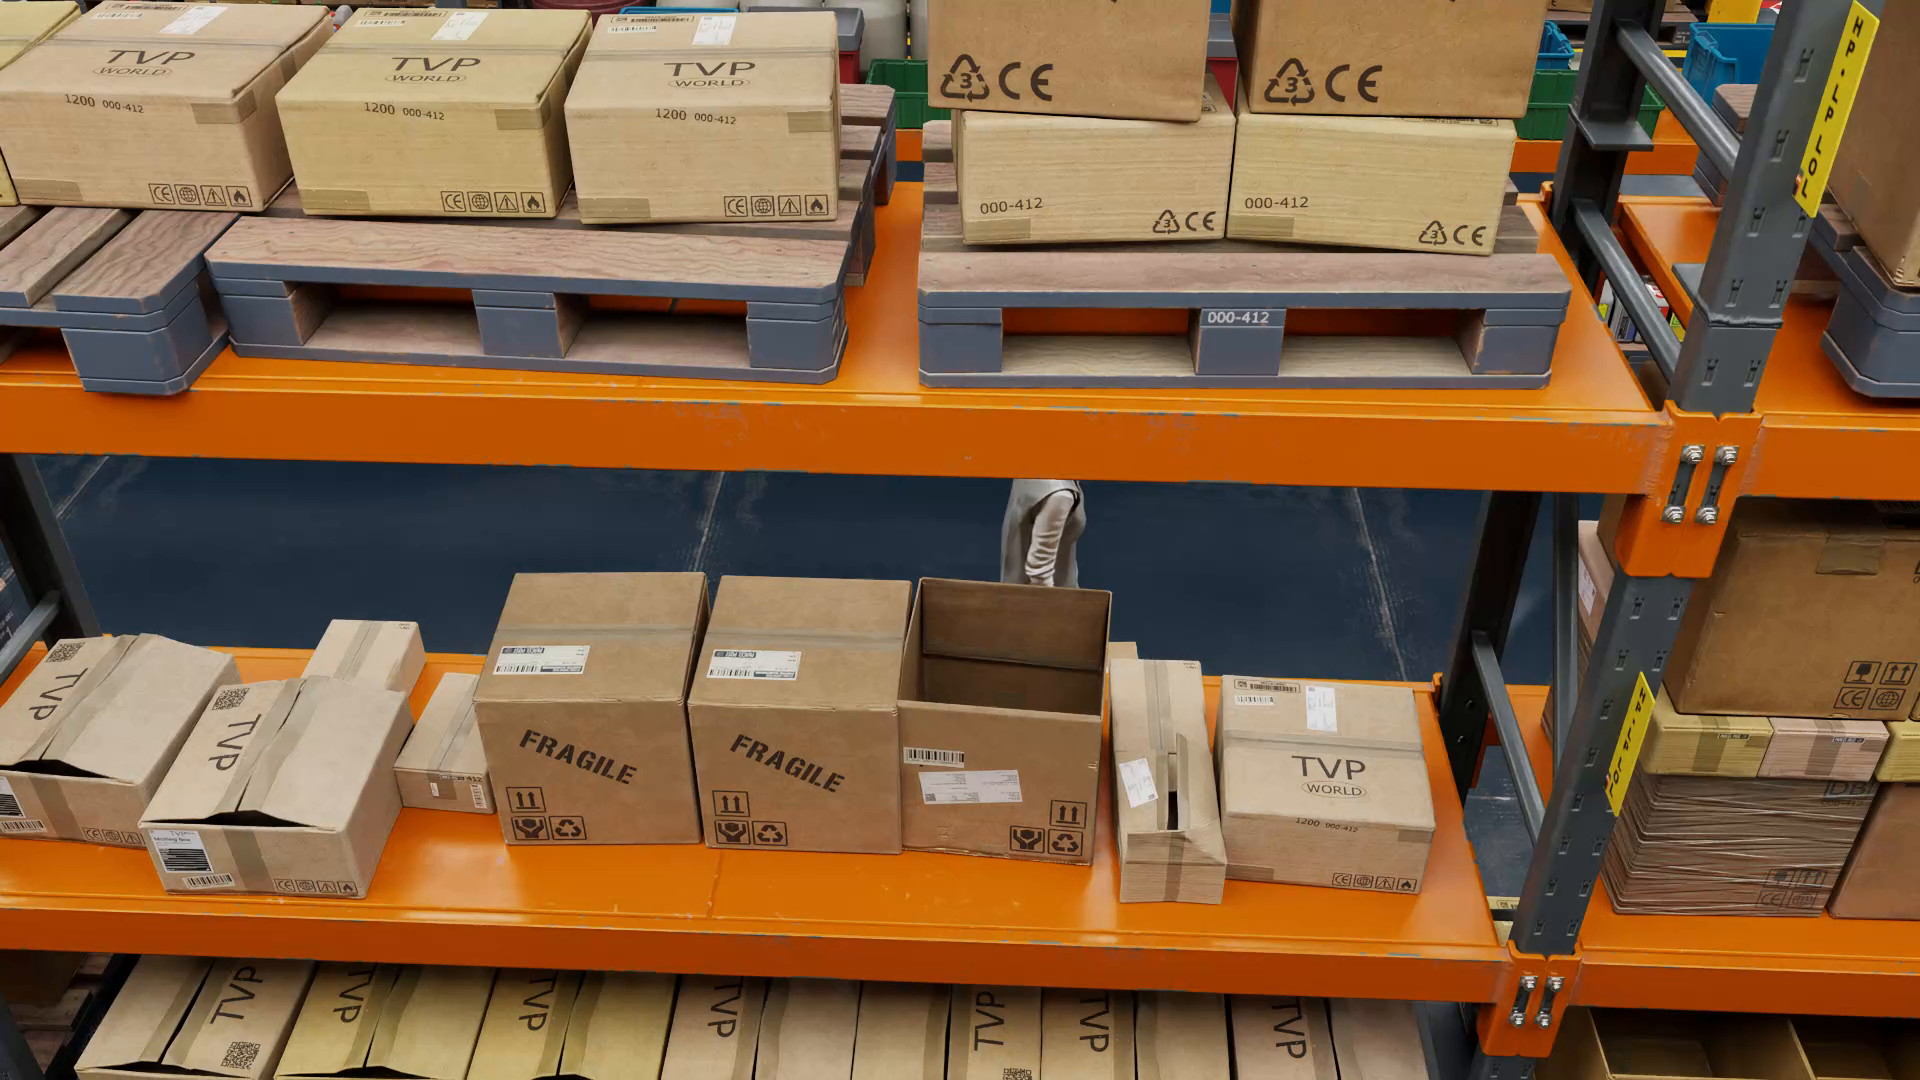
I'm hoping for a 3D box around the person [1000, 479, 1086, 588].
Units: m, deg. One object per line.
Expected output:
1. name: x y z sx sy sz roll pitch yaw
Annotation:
1. person: 0.313 0.189 5.900 0.344 1.591 0.461 1 36 1
